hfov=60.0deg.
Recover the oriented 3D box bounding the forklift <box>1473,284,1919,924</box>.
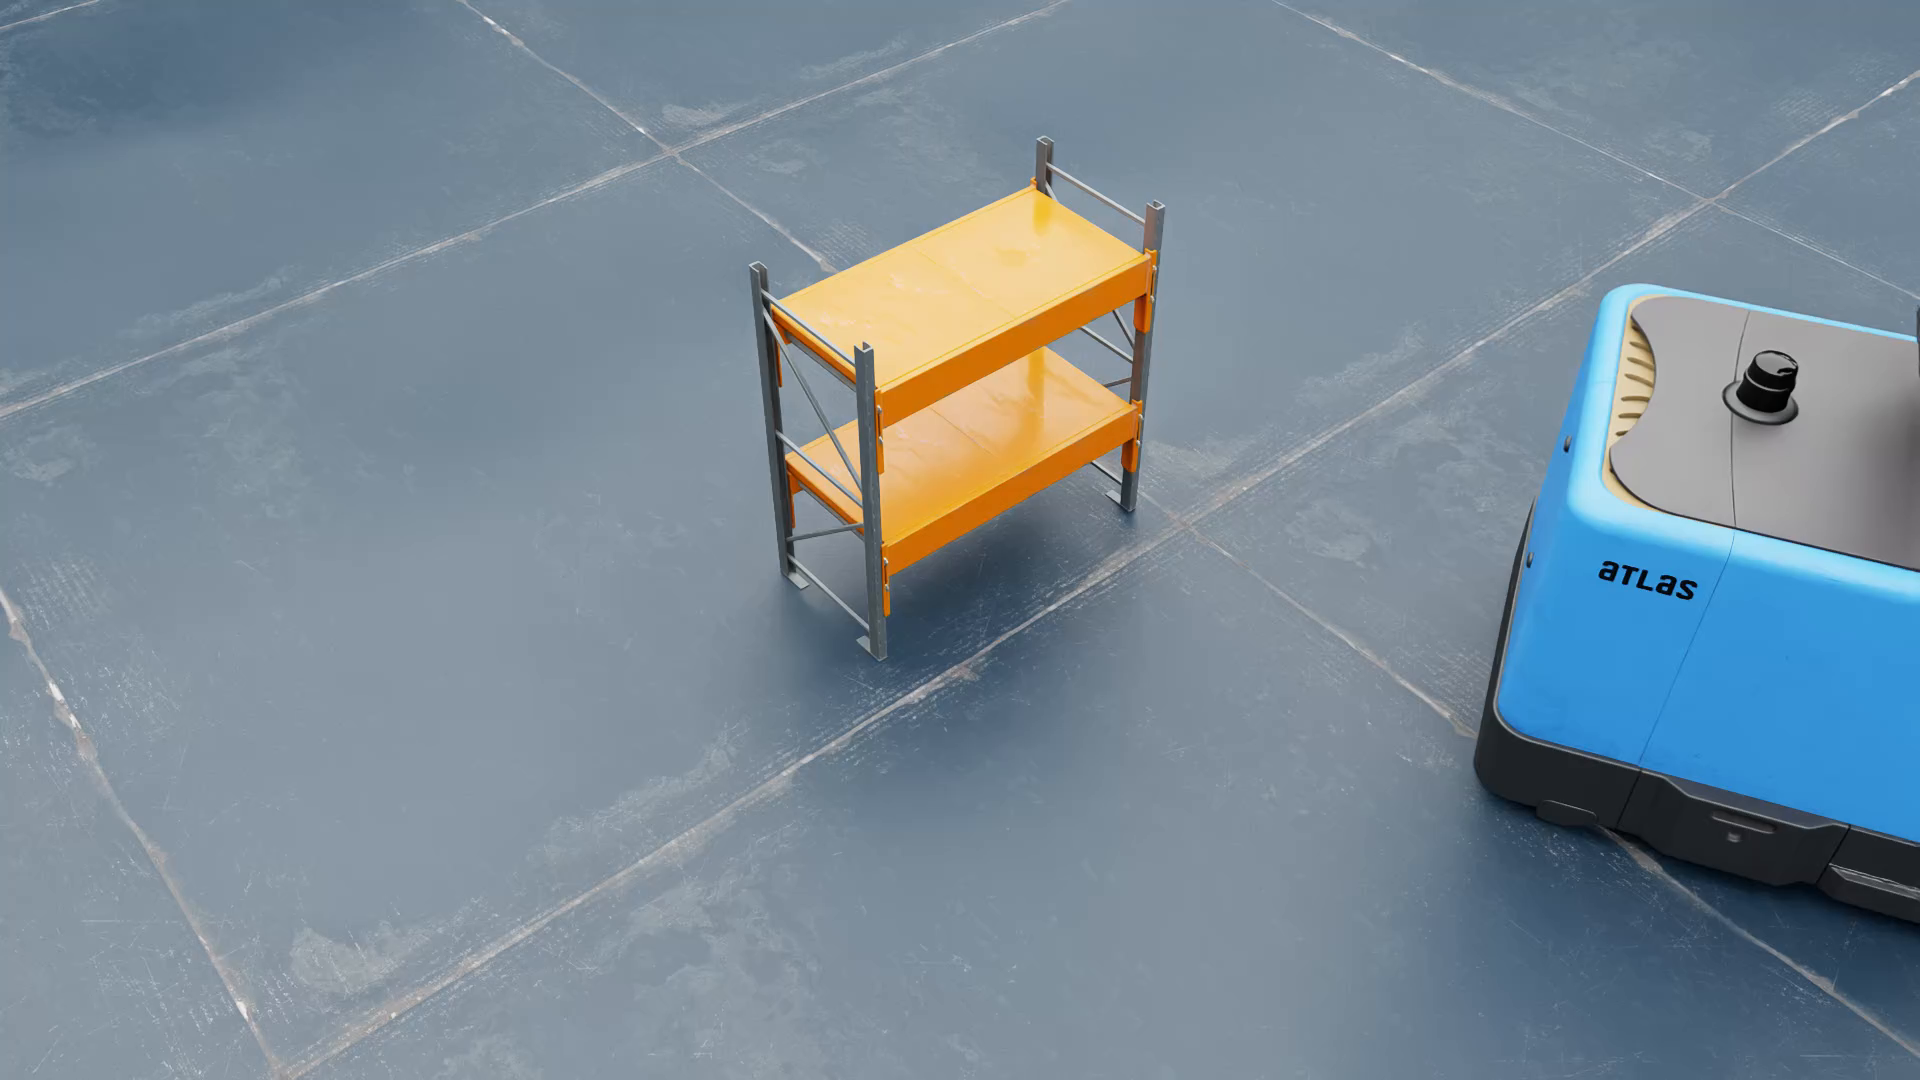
[{"bbox_3d":[2.958,-0.316,3.445,3.031,2.935,1.130,15,45,15],"label":"forklift"}]

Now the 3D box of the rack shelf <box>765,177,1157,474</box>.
[{"bbox_3d":[0.005,-0.626,4.668,1.000,0.278,0.538,-30,51,-28],"label":"rack shelf"}]

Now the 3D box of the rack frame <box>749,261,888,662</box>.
[{"bbox_3d":[-0.385,-0.190,4.630,0.032,1.125,0.500,-30,51,-28],"label":"rack frame"}]

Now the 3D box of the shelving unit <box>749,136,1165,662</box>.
[{"bbox_3d":[0.005,-0.413,4.868,1.048,1.125,0.538,-30,51,-28],"label":"shelving unit"}]

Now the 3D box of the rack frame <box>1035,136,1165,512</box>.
[{"bbox_3d":[0.395,-0.636,5.106,0.032,1.125,0.500,-30,51,-28],"label":"rack frame"}]

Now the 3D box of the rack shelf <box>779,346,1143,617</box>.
[{"bbox_3d":[0.005,-0.235,5.035,1.000,0.278,0.538,-30,51,-28],"label":"rack shelf"}]
